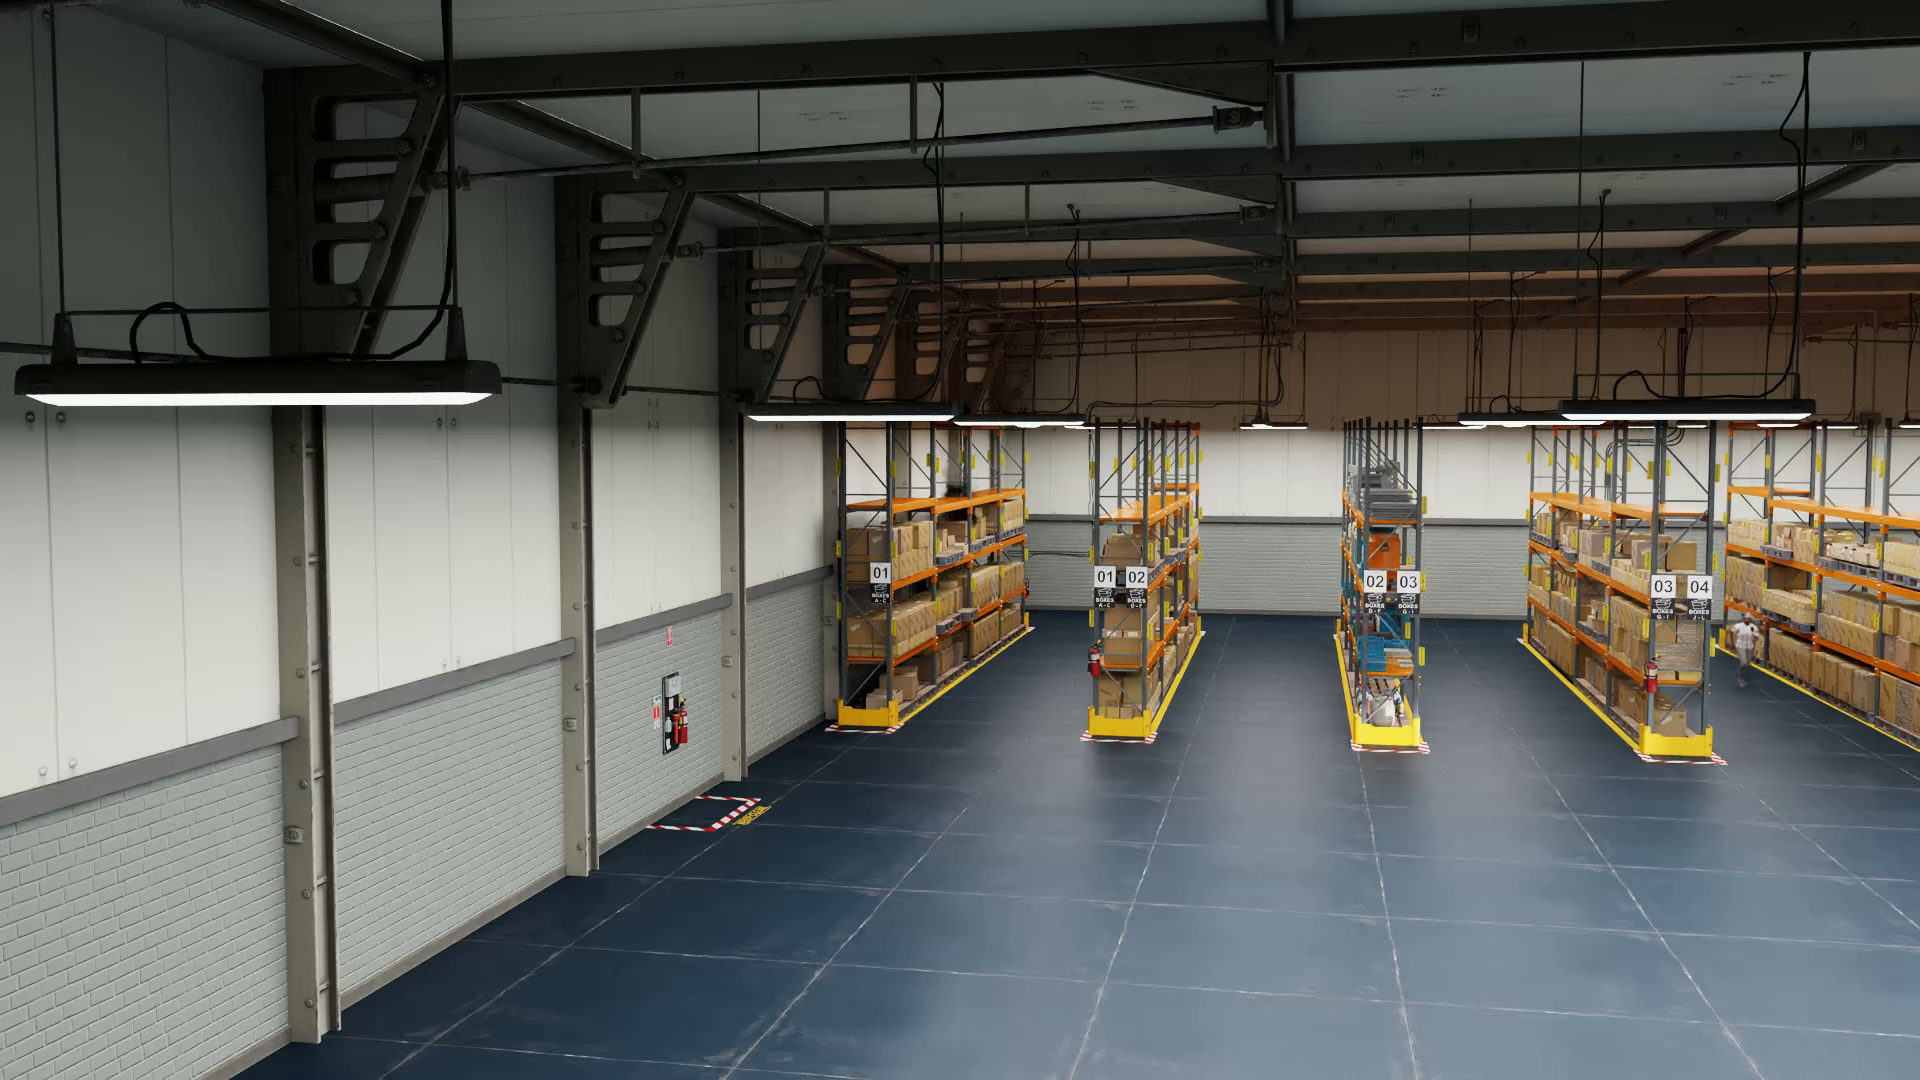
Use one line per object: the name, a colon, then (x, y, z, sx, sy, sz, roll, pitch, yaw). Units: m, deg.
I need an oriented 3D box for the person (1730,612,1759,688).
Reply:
person: (17.644, 2.463, 37.368, 0.536, 1.726, 0.801, 0, 4, 6)

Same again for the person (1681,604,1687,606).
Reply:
person: (19.118, 2.066, 44.542, 0.693, 1.546, 0.582, 2, 4, 32)

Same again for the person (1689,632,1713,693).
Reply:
person: (16.227, 2.476, 36.604, 0.627, 1.815, 0.805, 0, 4, 2)
